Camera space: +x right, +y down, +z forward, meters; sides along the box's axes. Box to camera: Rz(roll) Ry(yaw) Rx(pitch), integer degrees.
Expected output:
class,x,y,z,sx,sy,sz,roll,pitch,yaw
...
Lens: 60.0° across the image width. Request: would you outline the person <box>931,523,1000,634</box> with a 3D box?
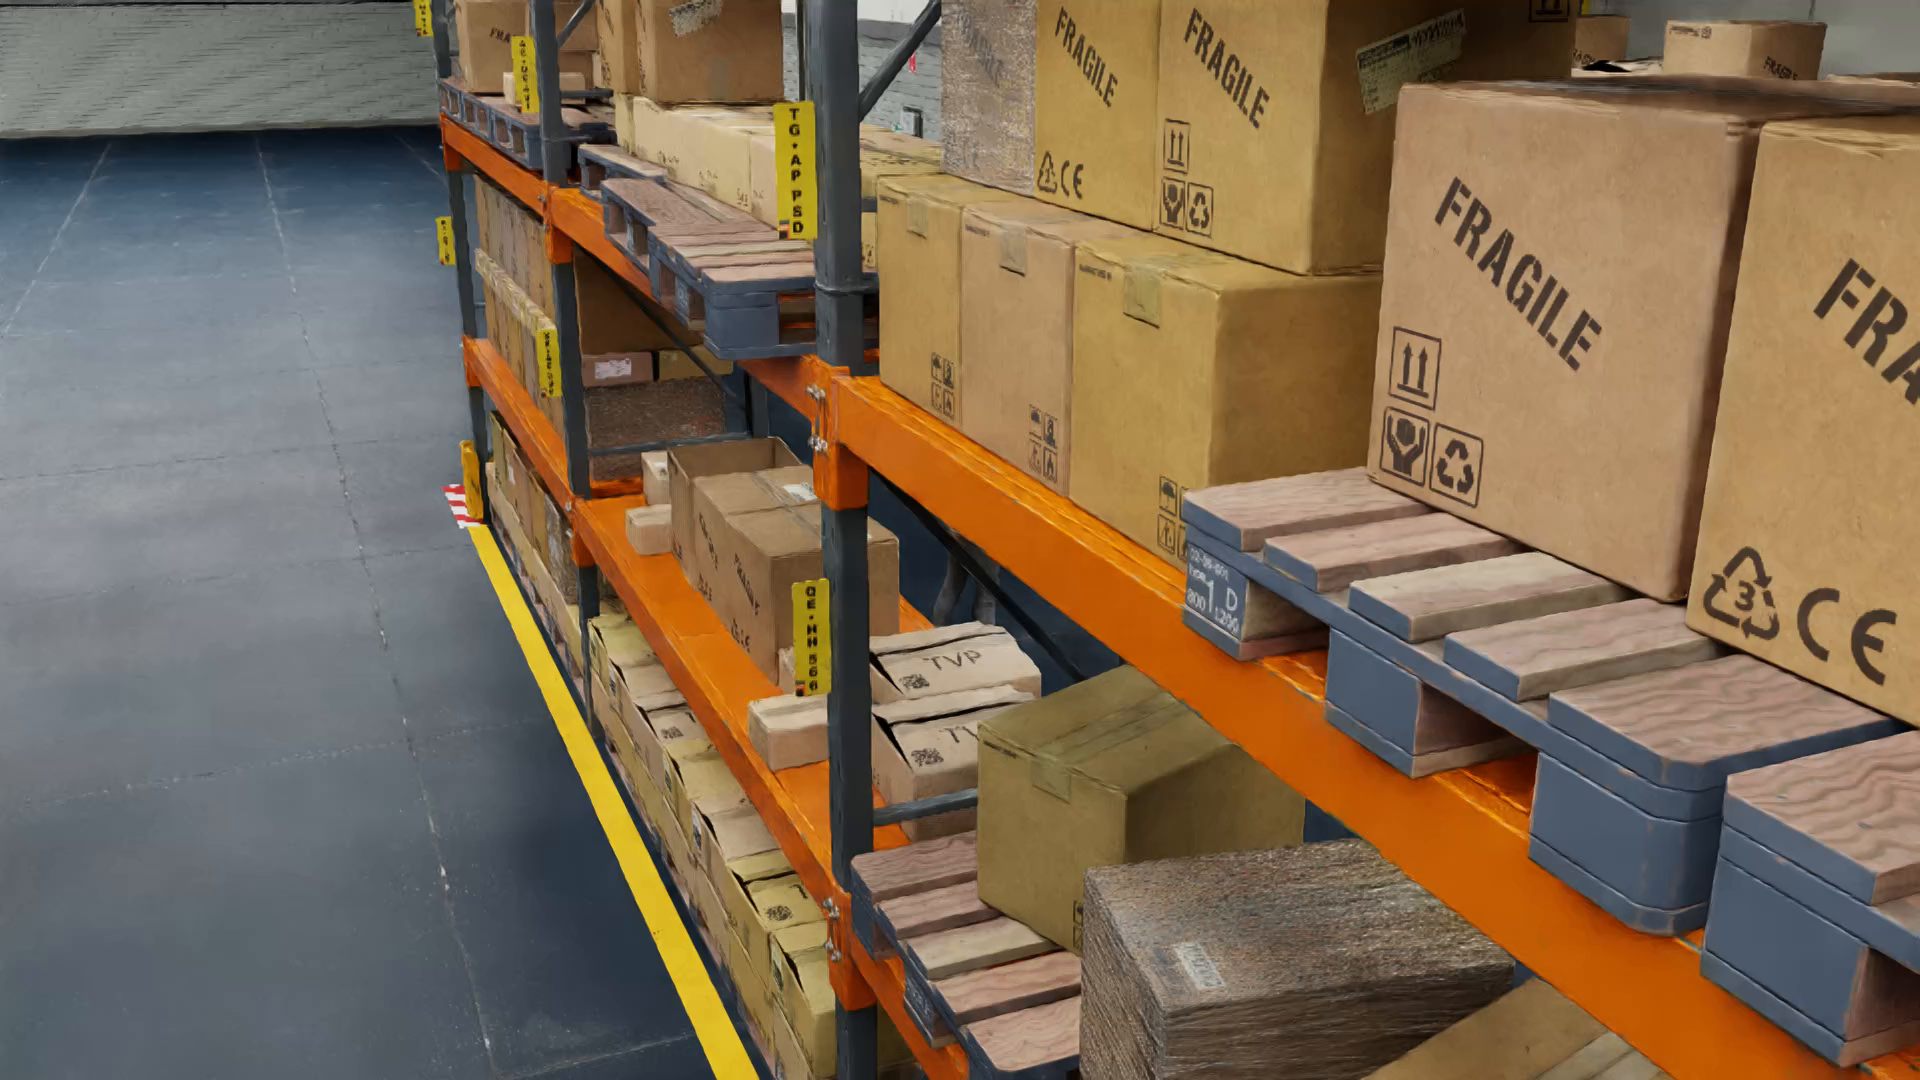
class,x,y,z,sx,sy,sz,roll,pitch,yaw
person,0.100,-0.047,9.168,0.533,1.587,0.596,-6,20,-16
